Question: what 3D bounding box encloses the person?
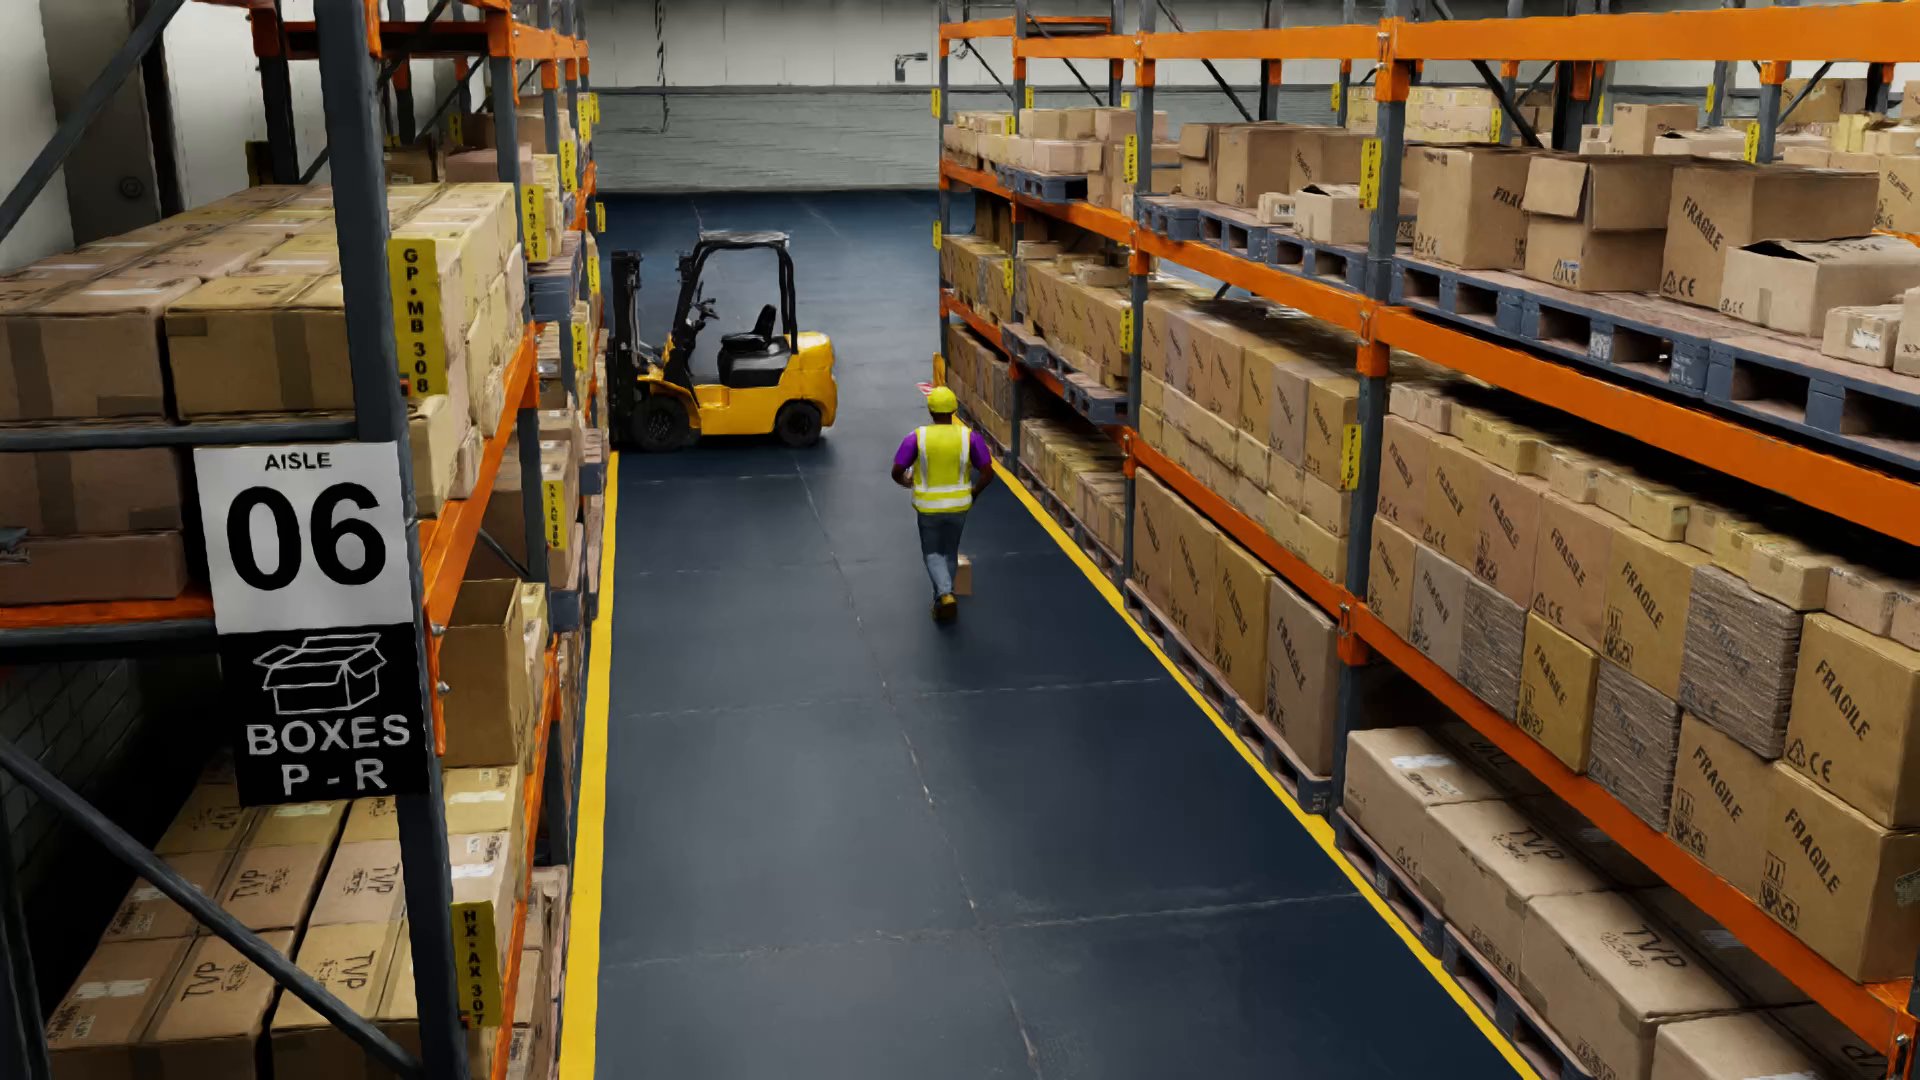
[{"bbox_3d":[-0.138,-0.238,11.832,0.712,1.745,0.726,-2,16,-7],"label":"person"}]
